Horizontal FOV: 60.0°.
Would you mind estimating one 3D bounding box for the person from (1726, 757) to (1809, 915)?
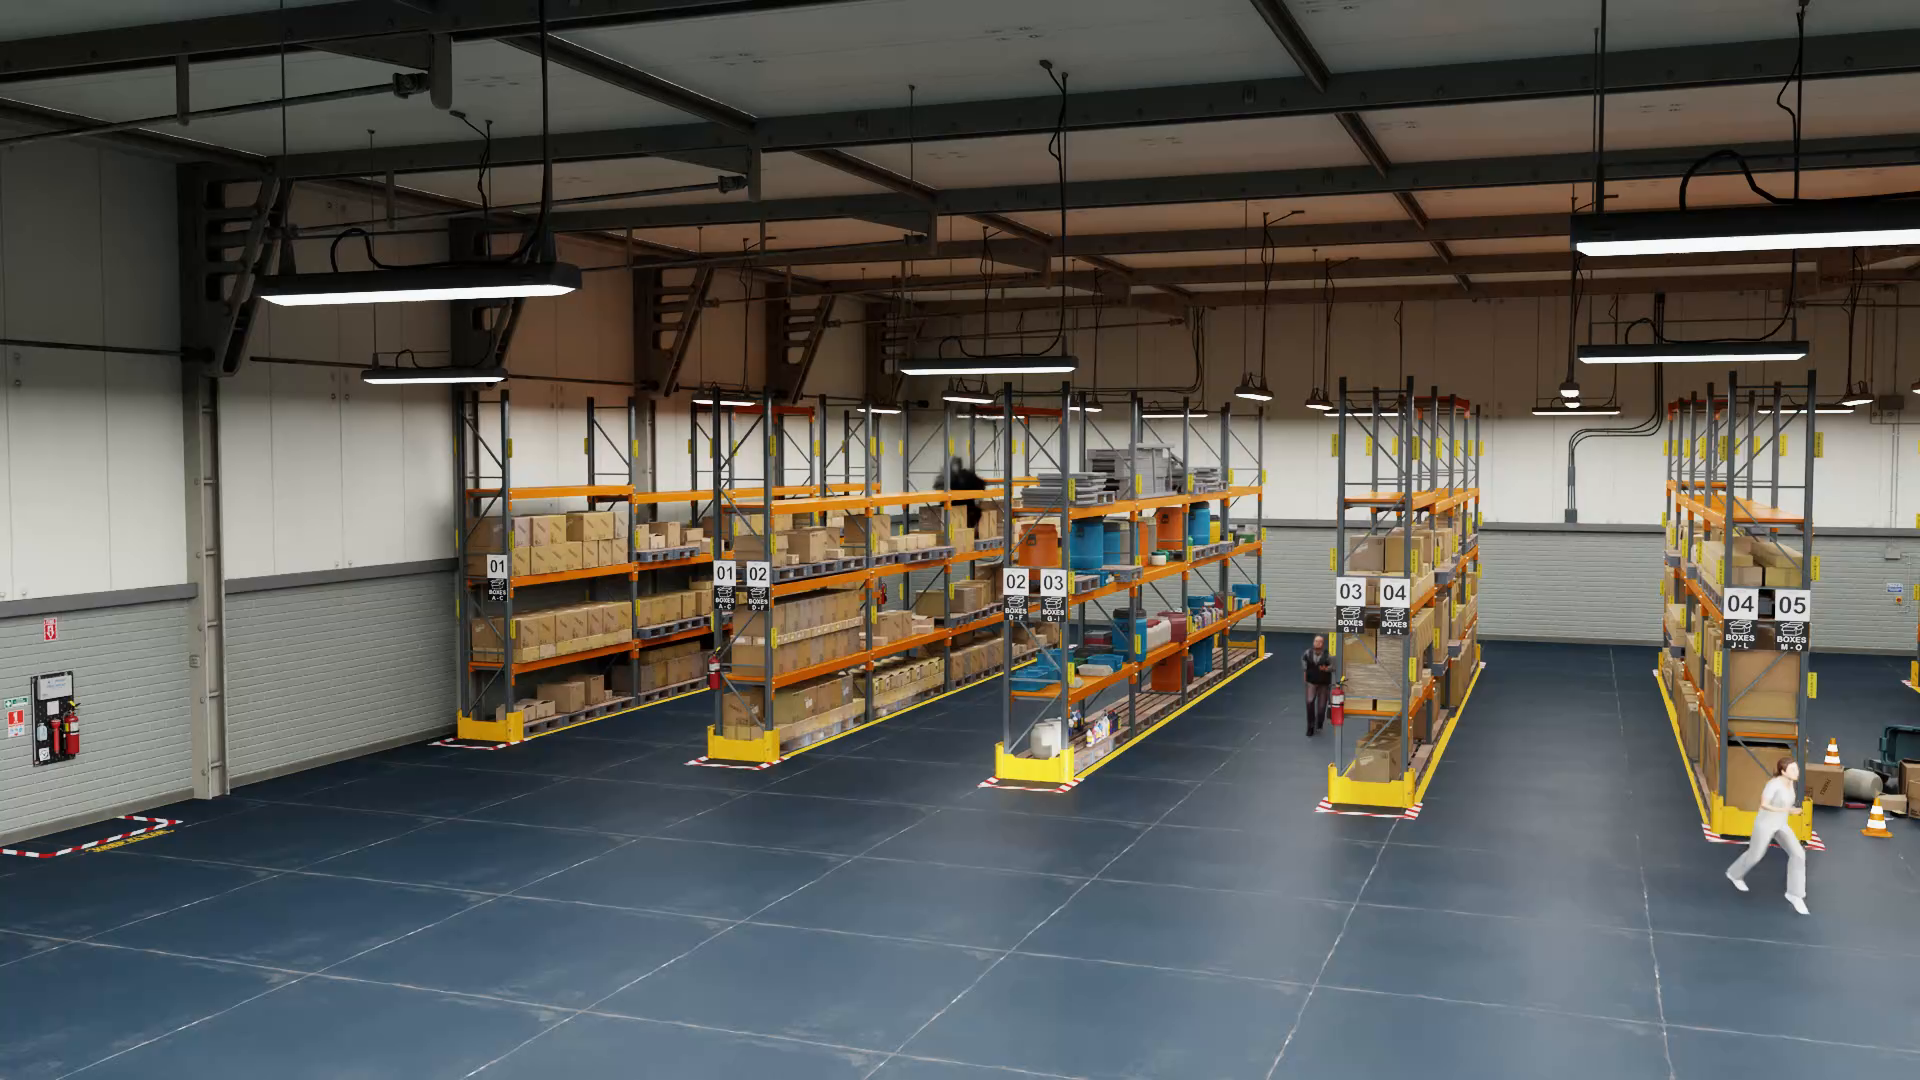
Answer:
[{"bbox_3d":[8.865,3.180,18.258,0.567,1.671,1.012,-1,3,-24],"label":"person"}]

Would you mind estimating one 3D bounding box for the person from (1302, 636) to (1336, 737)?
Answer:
[{"bbox_3d":[6.286,2.557,29.100,0.634,1.770,0.817,1,3,14],"label":"person"}]
